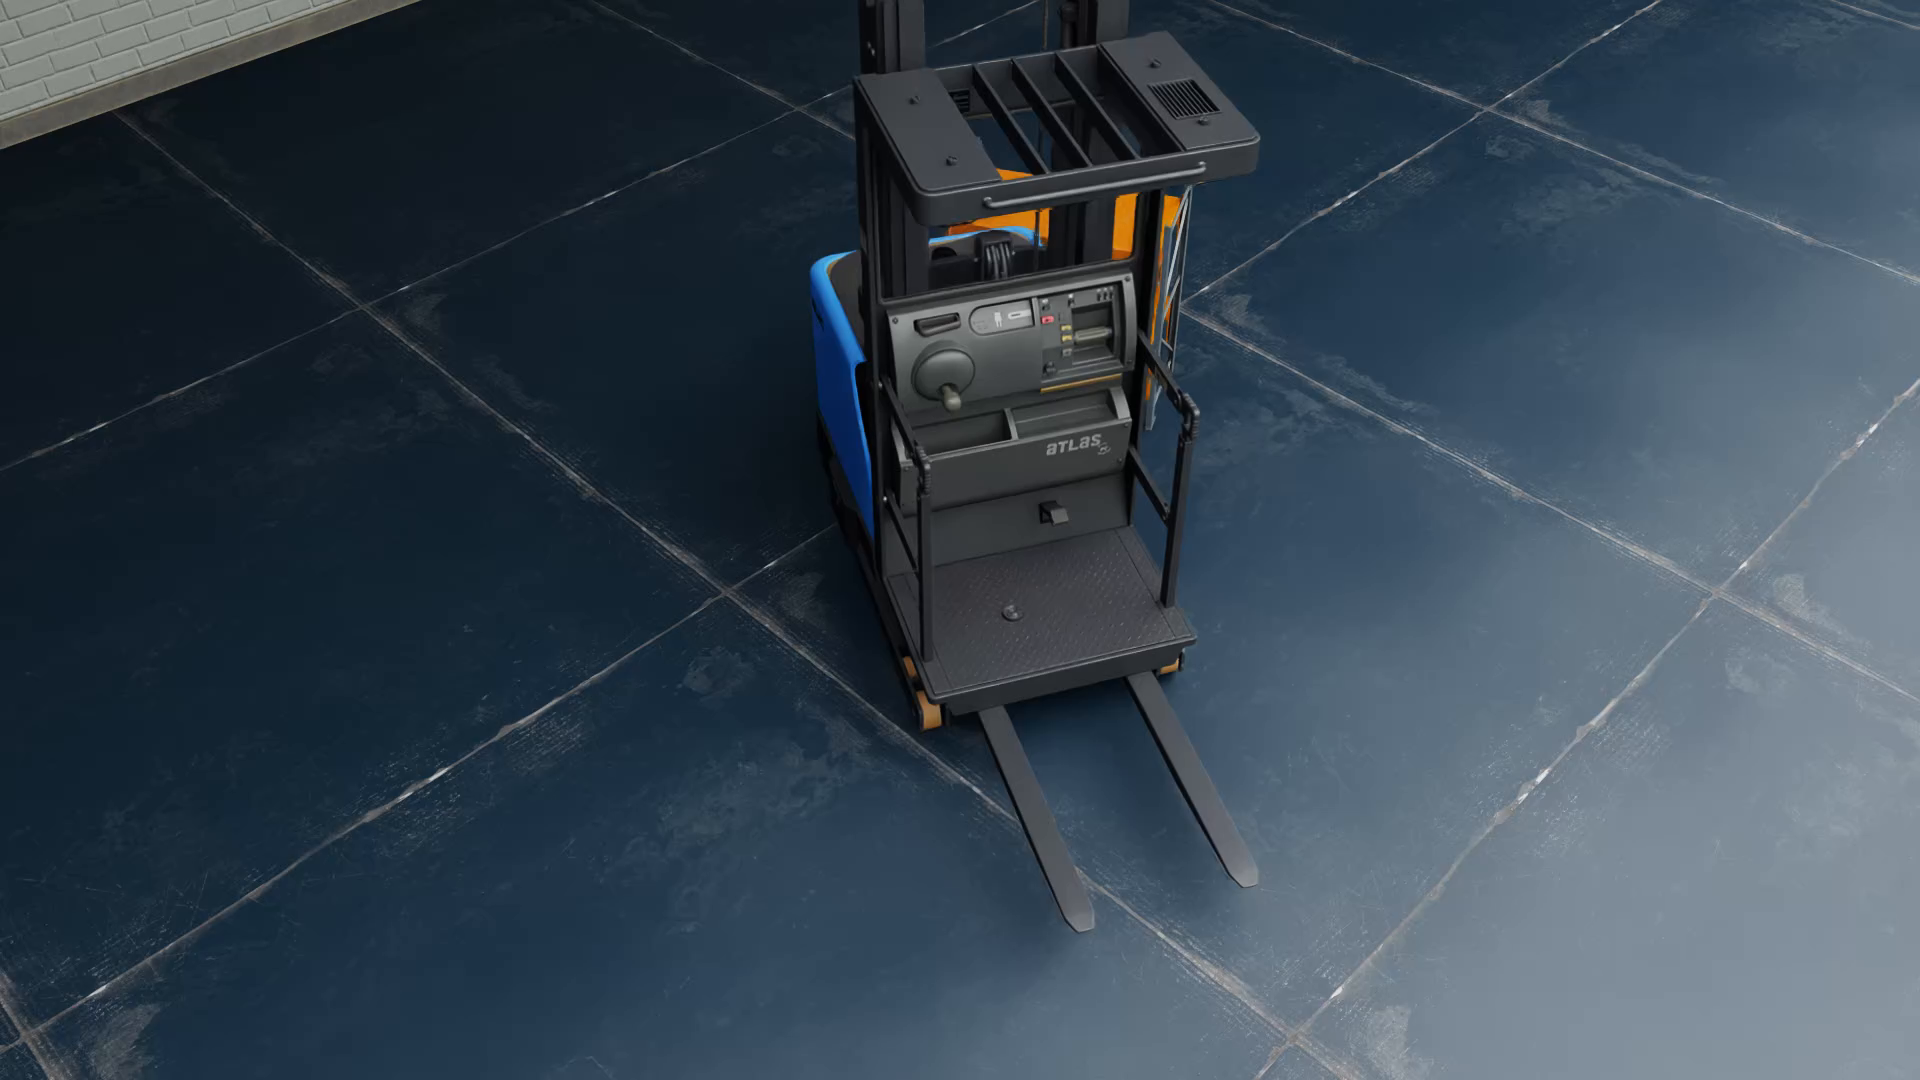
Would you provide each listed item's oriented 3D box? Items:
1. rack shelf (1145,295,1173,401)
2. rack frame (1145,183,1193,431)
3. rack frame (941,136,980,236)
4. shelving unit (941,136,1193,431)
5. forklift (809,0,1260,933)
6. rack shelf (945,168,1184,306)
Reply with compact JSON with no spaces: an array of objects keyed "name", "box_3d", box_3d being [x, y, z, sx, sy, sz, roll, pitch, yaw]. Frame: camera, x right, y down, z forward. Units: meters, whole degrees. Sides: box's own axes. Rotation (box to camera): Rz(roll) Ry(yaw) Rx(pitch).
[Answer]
[{"name":"rack shelf","box_3d":[0.487,-1.023,8.005,1.000,0.278,0.538,12,44,13]},{"name":"rack frame","box_3d":[0.971,-1.098,7.727,0.032,1.125,0.500,12,44,13]},{"name":"rack frame","box_3d":[0.002,-1.306,7.952,0.032,1.125,0.500,12,44,13]},{"name":"shelving unit","box_3d":[0.487,-1.202,7.839,1.048,1.125,0.538,12,44,13]},{"name":"forklift","box_3d":[0.265,-0.636,5.896,1.130,2.935,3.031,-12,44,-13]},{"name":"rack shelf","box_3d":[0.487,-1.417,7.641,1.000,0.278,0.538,12,44,13]}]
